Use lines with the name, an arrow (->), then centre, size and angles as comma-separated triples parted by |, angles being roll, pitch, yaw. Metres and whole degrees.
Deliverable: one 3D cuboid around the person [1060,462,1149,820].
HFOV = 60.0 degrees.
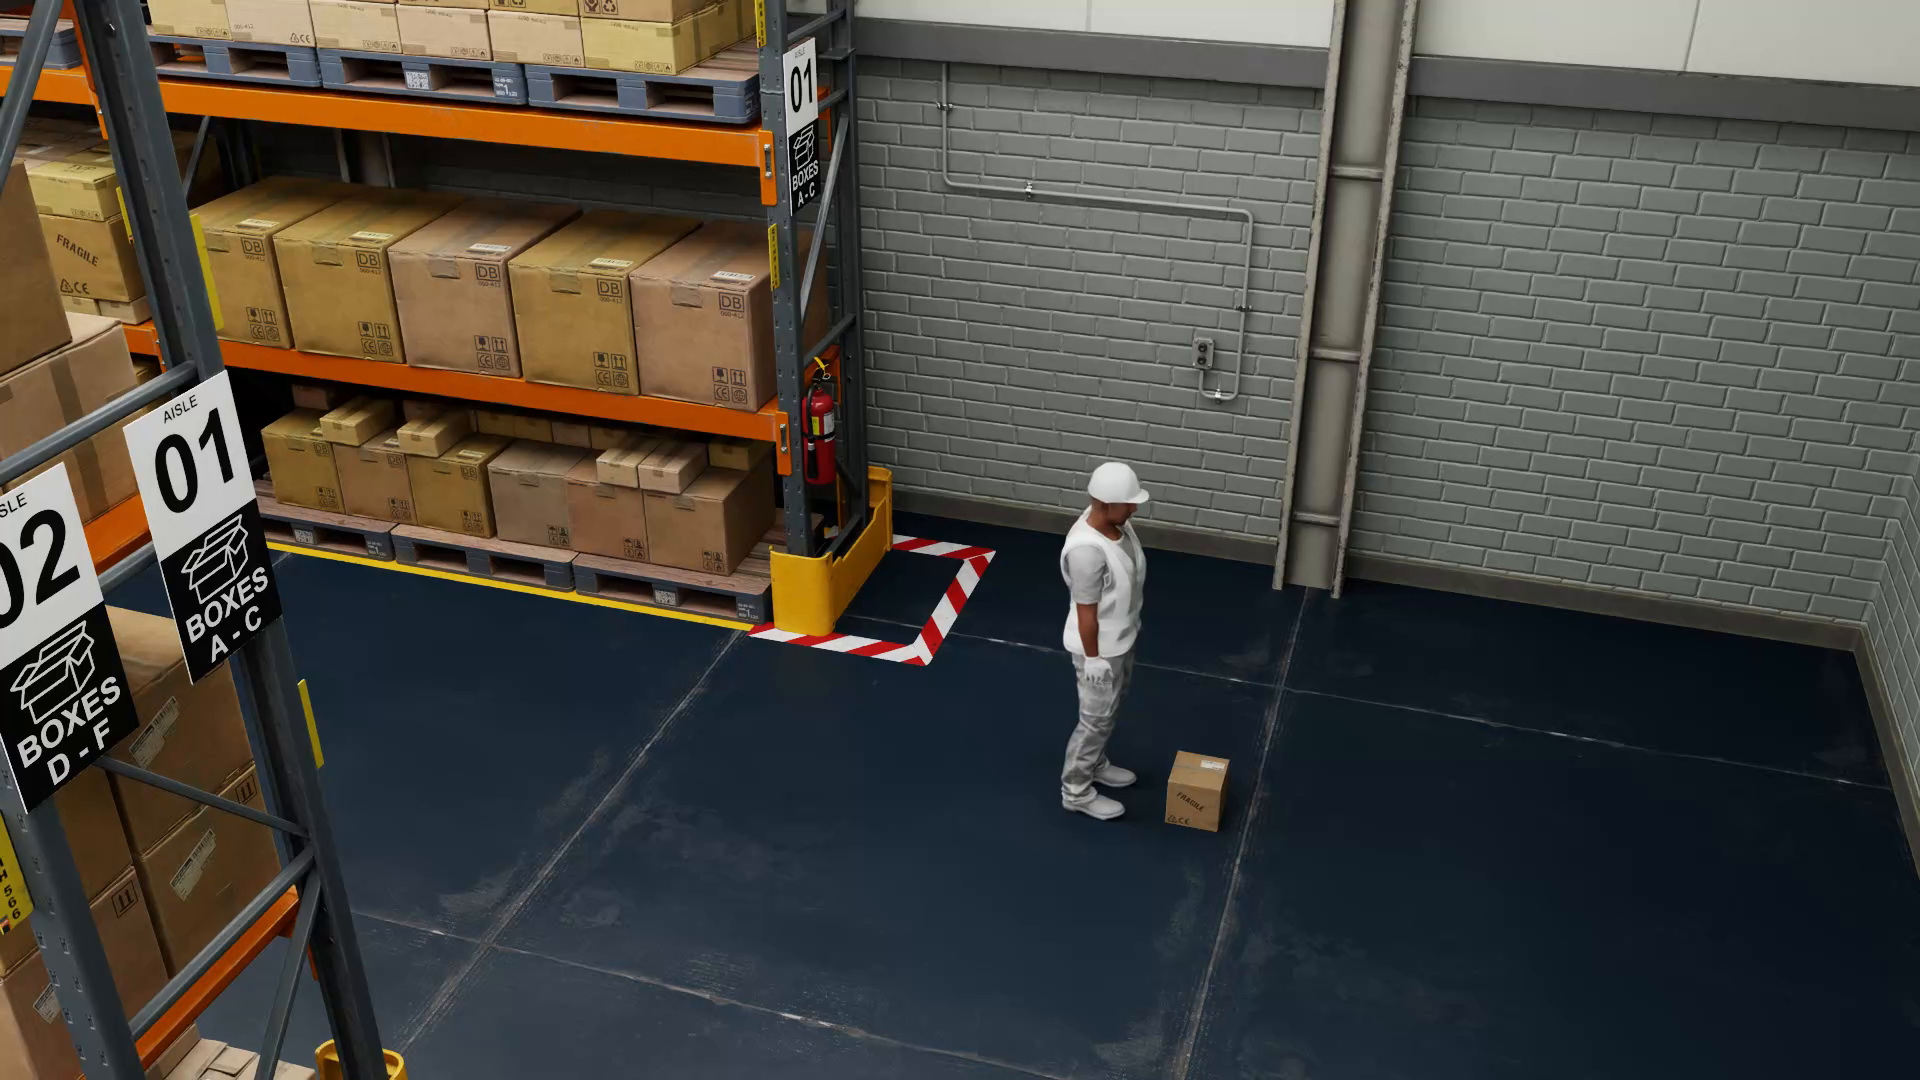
person -> 0.663, 0.447, 7.688 | 0.361, 1.776, 0.548 | 9, 30, 16
